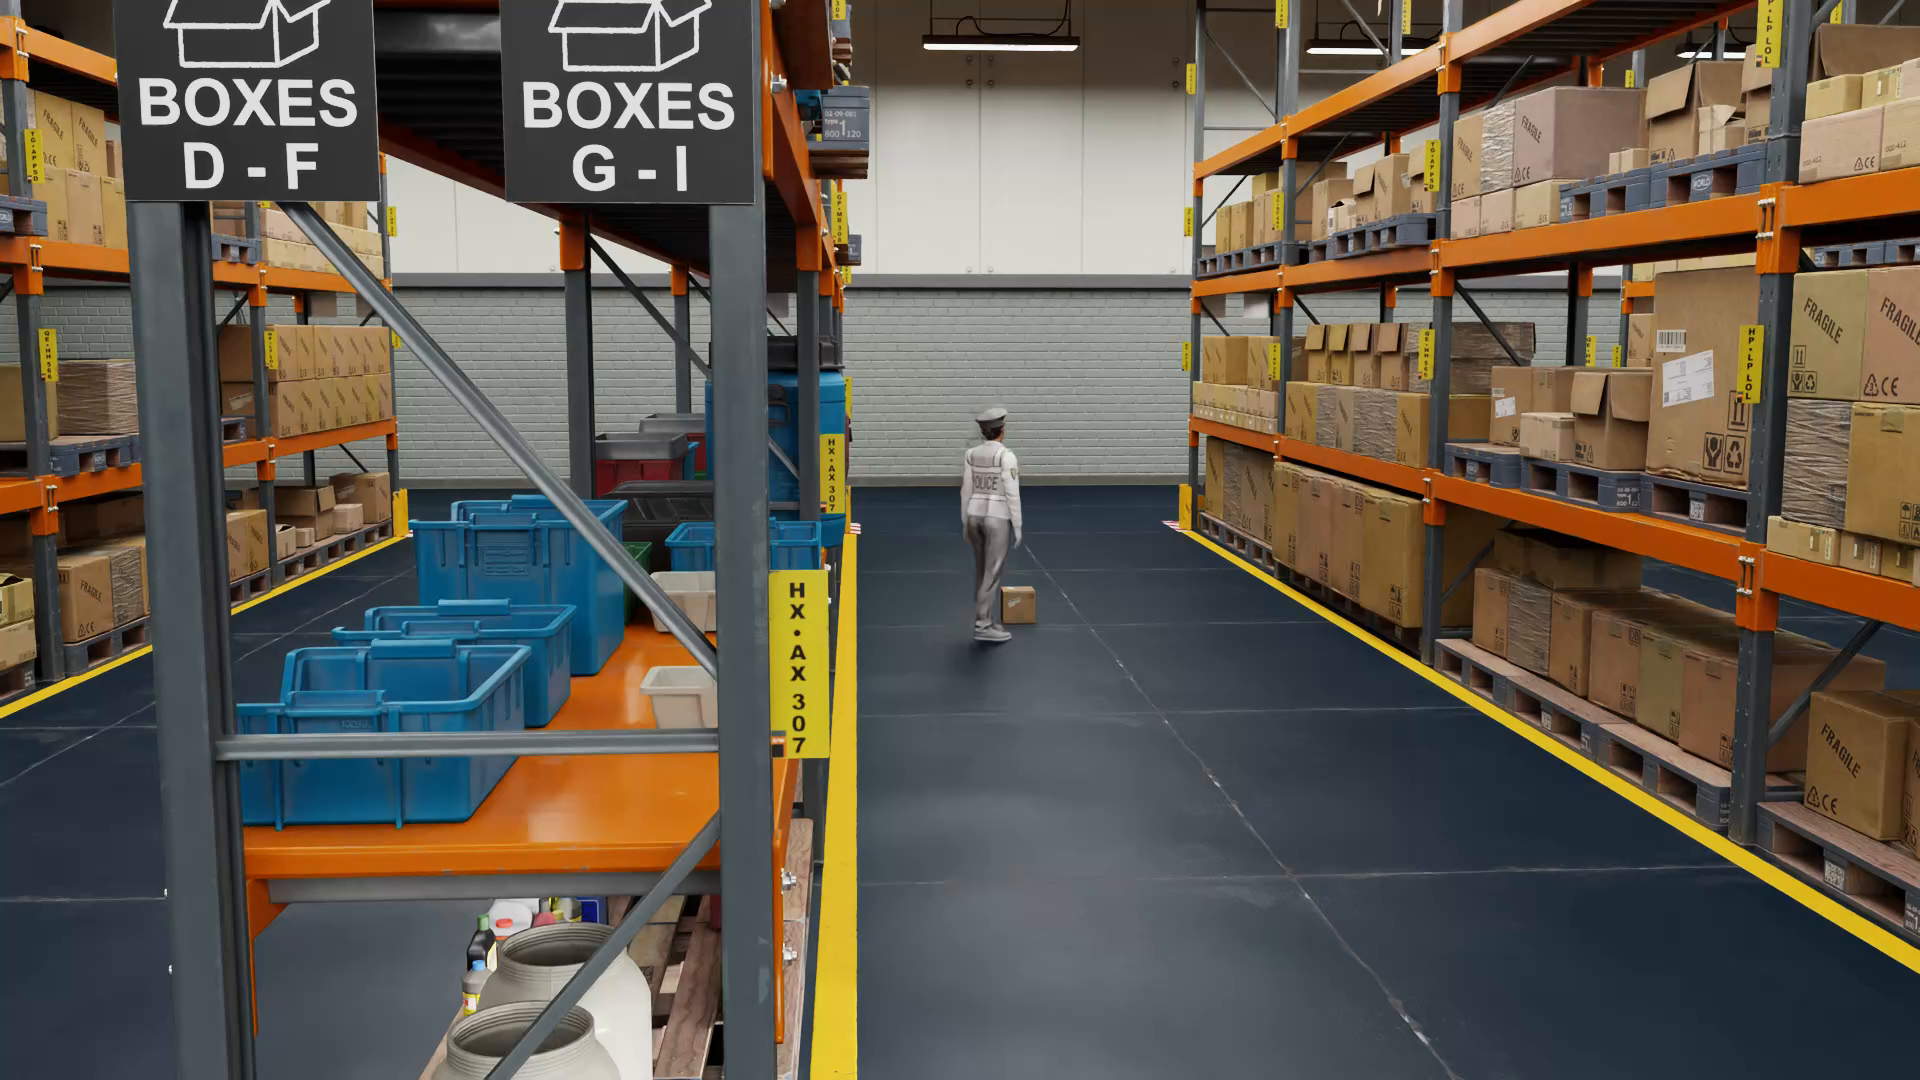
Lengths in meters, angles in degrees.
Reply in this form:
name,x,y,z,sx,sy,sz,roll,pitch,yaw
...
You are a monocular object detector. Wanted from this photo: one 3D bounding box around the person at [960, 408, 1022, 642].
name,x,y,z,sx,sy,sz,roll,pitch,yaw
person,0.263,-0.114,12.043,0.521,1.681,0.524,-7,10,-43
